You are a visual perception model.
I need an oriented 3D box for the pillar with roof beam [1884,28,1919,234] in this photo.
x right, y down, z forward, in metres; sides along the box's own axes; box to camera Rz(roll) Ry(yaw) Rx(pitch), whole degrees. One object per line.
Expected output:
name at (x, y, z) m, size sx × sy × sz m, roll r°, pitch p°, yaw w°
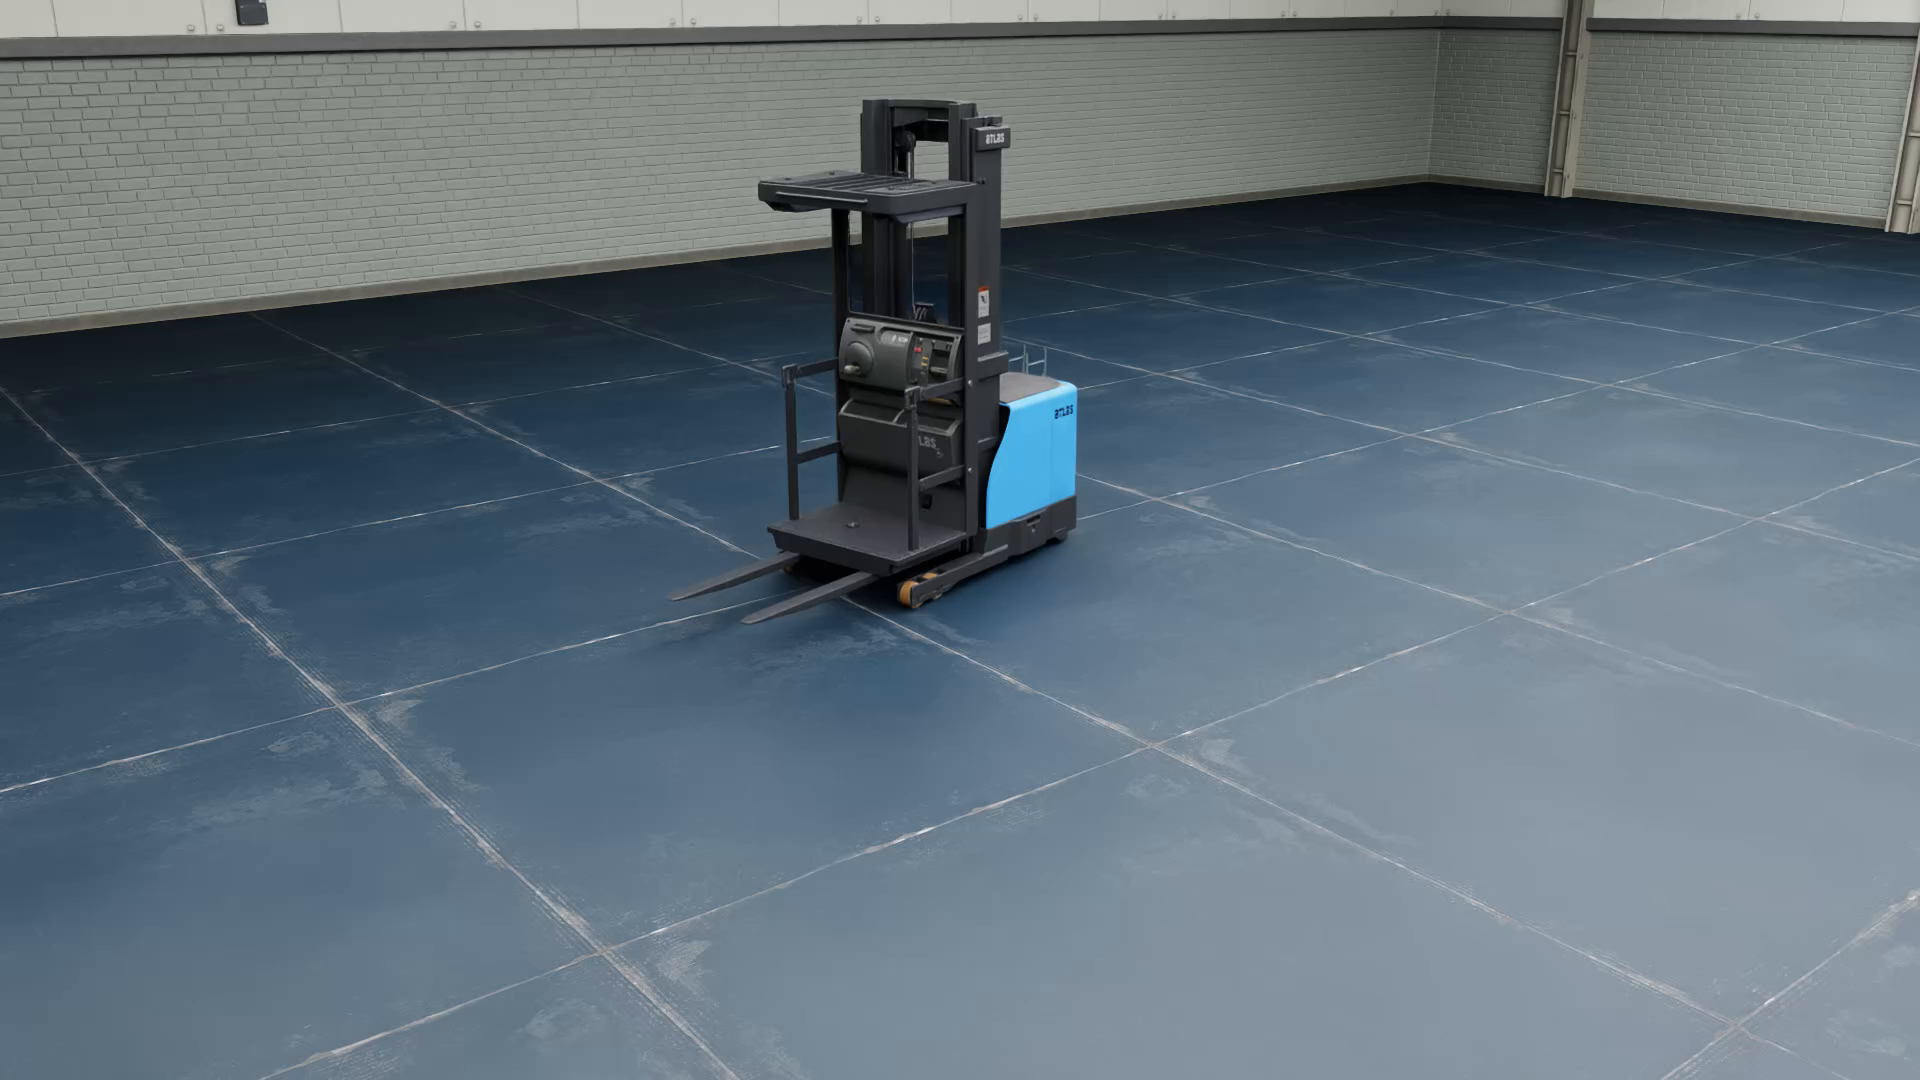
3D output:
pillar with roof beam at (11.242, -8.215, 21.855) m, size 9.100 × 9.000 × 0.400 m, roll -14°, pitch 23°, yaw -36°

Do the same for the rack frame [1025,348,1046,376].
rack frame at (0.526, -0.740, 11.687) m, size 0.006 × 1.200 × 0.240 m, roll 14°, pitch 23°, yaw 36°

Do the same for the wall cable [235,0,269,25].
wall cable at (-7.142, -8.833, 18.312) m, size 2.305 × 6.003 × 0.169 m, roll -14°, pitch 23°, yaw -36°

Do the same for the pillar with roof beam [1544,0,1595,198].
pillar with roof beam at (7.517, -9.693, 26.320) m, size 9.100 × 9.000 × 0.400 m, roll -14°, pitch 23°, yaw -36°

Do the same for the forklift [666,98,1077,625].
forklift at (-0.507, -1.152, 10.178) m, size 1.130 × 2.935 × 3.031 m, roll 14°, pitch 23°, yaw 36°

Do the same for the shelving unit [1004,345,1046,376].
shelving unit at (0.454, -0.757, 11.741) m, size 0.189 × 1.200 × 0.258 m, roll 14°, pitch 23°, yaw 36°

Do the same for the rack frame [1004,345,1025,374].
rack frame at (0.382, -0.775, 11.794) m, size 0.006 × 1.200 × 0.240 m, roll 14°, pitch 23°, yaw 36°
